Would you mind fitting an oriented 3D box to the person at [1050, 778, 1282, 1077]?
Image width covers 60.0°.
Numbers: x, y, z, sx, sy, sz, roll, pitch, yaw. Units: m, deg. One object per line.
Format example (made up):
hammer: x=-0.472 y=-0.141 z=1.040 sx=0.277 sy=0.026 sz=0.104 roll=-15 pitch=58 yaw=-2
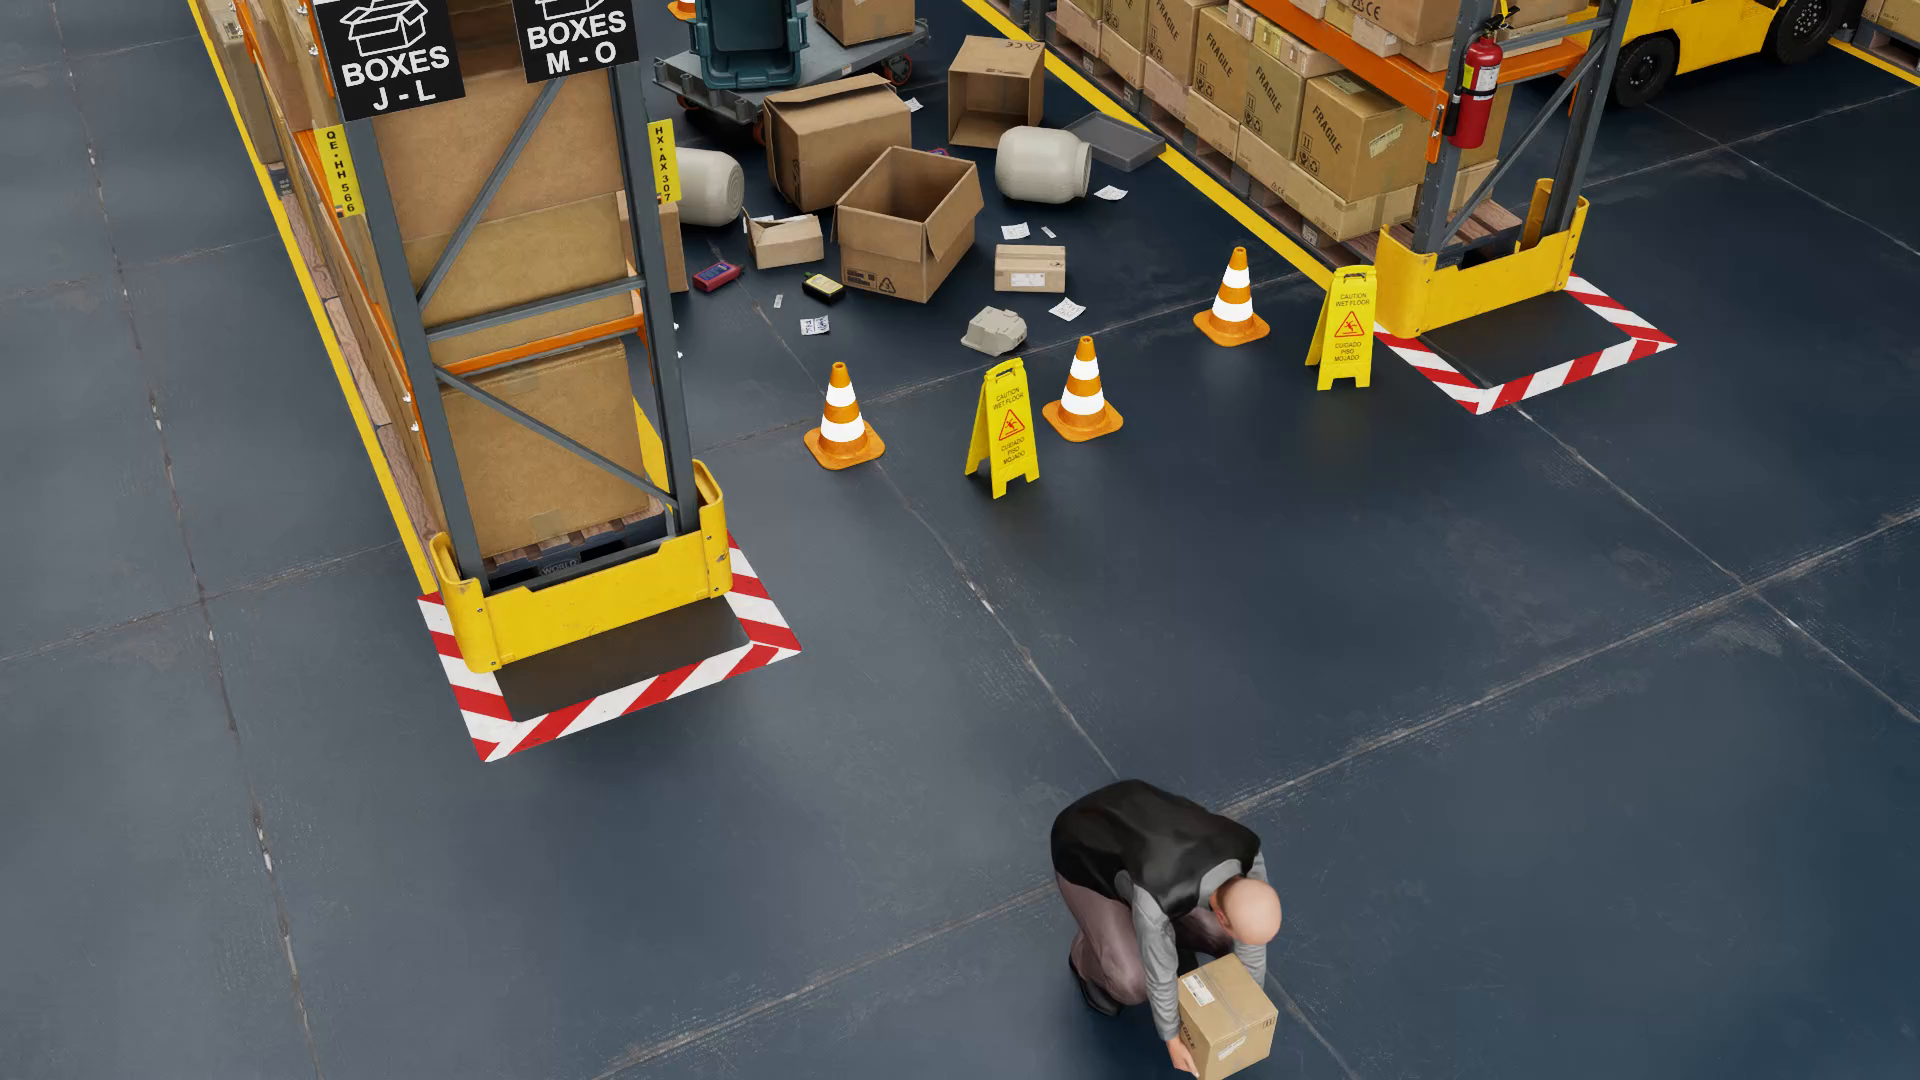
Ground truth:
person: x=0.661 y=1.203 z=5.378 sx=0.511 sy=0.964 sz=0.884 roll=-20 pitch=45 yaw=-21
